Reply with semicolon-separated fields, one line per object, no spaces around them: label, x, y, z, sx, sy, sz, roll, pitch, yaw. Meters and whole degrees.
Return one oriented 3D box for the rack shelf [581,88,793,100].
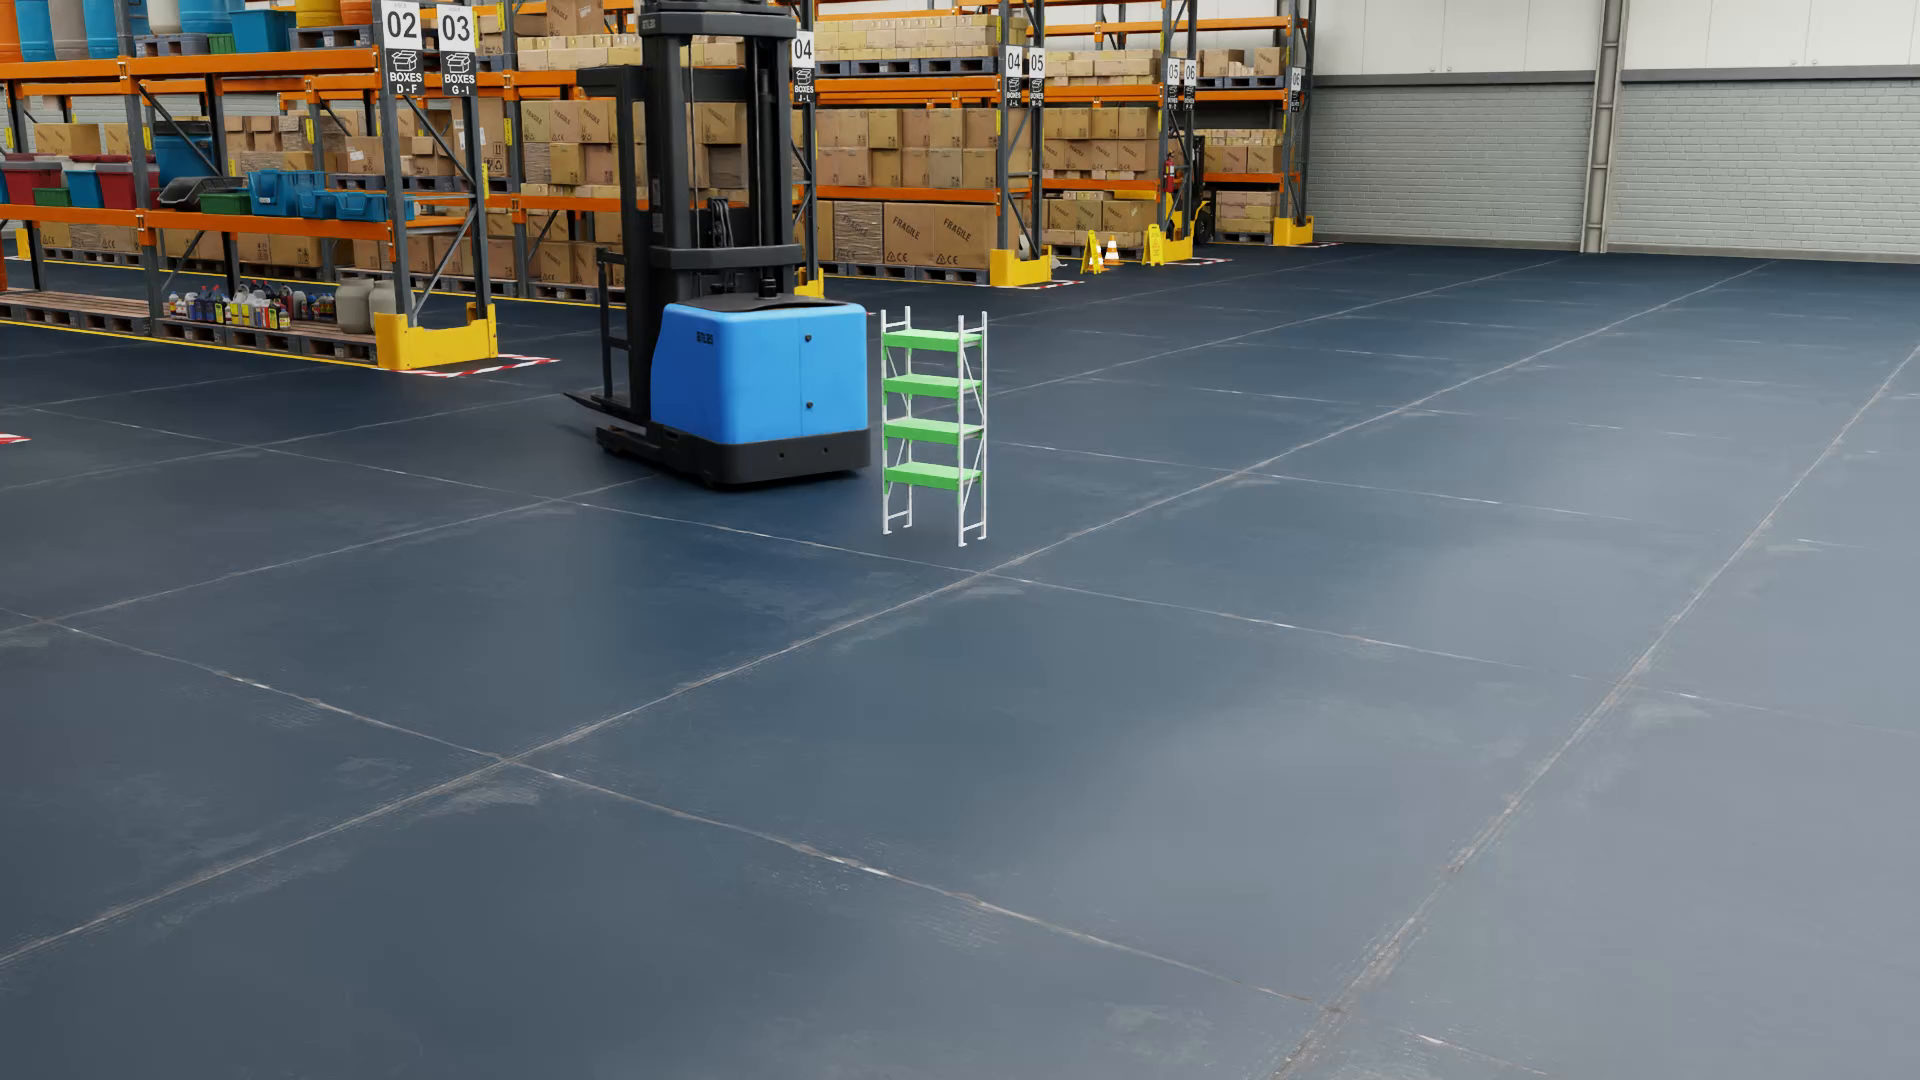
rack shelf;-4.140;-6.995;26.094;4.000;0.370;1.077;9;17;33

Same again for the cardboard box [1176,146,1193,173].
cardboard box;4.456;-7.342;32.032;0.500;0.500;0.500;9;17;33

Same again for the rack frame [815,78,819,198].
rack frame;-2.480;-5.620;25.285;0.127;3.000;1.000;9;17;33

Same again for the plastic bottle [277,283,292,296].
plastic bottle;-6.974;-2.487;17.225;0.185;0.351;0.144;9;17;32

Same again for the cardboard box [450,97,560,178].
cardboard box;-5.914;-5.274;21.765;1.000;1.000;1.000;9;17;33

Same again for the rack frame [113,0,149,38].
rack frame;-8.097;-6.569;16.634;0.127;3.000;1.000;9;17;33

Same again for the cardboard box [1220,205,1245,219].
cardboard box;5.296;-6.259;31.672;0.500;0.250;0.500;9;17;32

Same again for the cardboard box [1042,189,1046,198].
cardboard box;1.260;-5.903;28.365;0.250;0.149;0.380;10;17;36

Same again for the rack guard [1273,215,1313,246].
rack guard;6.304;-5.858;31.447;0.348;0.500;1.175;9;17;33

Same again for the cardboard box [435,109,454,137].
cardboard box;-9.357;-7.481;29.892;0.500;0.500;0.500;10;17;34

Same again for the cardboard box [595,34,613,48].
cardboard box;-4.132;-5.949;19.854;0.250;0.149;0.380;9;16;32

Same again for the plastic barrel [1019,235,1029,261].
plastic barrel;0.959;-4.809;27.369;0.512;0.421;0.421;-4;14;-16

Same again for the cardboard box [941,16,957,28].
cardboard box;-0.049;-7.103;22.814;0.250;0.149;0.380;10;17;34

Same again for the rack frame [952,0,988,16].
rack frame;0.198;-9.533;28.606;0.127;3.000;1.000;9;17;33

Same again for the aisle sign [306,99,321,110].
aisle sign;-12.331;-8.561;31.755;0.004;0.787;0.394;9;17;33

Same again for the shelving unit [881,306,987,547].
shelving unit;-0.137;-0.605;8.769;0.503;1.200;0.258;9;17;33

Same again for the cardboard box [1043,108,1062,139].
cardboard box;1.739;-6.999;27.948;0.500;0.500;0.700;9;17;32

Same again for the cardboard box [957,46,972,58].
cardboard box;0.165;-6.681;22.769;0.250;0.149;0.380;9;17;33

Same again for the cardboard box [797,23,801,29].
cardboard box;-2.156;-7.443;24.188;0.250;0.149;0.380;9;17;32

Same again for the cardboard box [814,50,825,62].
cardboard box;-1.946;-7.022;24.146;0.250;0.149;0.380;9;17;33

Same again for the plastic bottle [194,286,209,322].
plastic bottle;-7.659;-2.394;16.849;0.185;0.351;0.144;10;17;34

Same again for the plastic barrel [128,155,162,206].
plastic barrel;-8.768;-3.895;18.034;0.433;0.535;0.433;0;14;0

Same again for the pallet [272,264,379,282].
pallet;-9.264;-3.948;24.334;1.213;0.211;1.003;9;17;33

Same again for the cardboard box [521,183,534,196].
cardboard box;-5.322;-4.434;21.016;0.250;0.149;0.380;9;17;33

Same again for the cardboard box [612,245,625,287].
cardboard box;-3.984;-3.431;20.768;0.500;0.500;0.500;8;16;28

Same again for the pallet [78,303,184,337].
pallet;-8.770;-2.401;18.084;1.213;0.211;1.003;9;17;33

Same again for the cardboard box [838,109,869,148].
cardboard box;-1.301;-6.011;24.302;0.550;0.550;0.875;9;17;33

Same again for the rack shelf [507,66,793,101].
rack shelf;-3.673;-5.484;19.987;4.000;0.370;1.077;9;17;33

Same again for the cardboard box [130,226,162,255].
cardboard box;-12.474;-4.995;26.305;0.875;0.875;0.875;9;17;33

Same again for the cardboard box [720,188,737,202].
cardboard box;-2.572;-4.017;19.332;0.250;0.149;0.380;9;17;33

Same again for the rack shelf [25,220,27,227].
rack shelf;-13.075;-4.113;20.692;4.000;0.370;1.077;9;17;33

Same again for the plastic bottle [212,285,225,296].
plastic bottle;-7.578;-2.423;16.965;0.185;0.351;0.144;9;17;33

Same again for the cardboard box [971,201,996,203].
cardboard box;0.537;-5.721;28.979;0.500;0.500;0.500;10;17;35

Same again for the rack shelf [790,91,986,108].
rack shelf;-1.461;-7.996;30.136;4.000;0.370;1.077;9;17;33

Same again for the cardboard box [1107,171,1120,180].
cardboard box;2.615;-6.020;27.424;0.250;0.149;0.380;9;16;32

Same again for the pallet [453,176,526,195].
pallet;-5.885;-4.683;21.899;1.213;0.211;1.003;9;17;33

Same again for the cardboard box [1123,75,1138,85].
cardboard box;2.841;-7.437;26.906;0.250;0.149;0.380;9;17;33

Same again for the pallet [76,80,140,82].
pallet;-13.652;-7.406;26.442;1.213;0.211;1.003;9;17;33

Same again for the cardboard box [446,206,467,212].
cardboard box;-8.653;-5.896;29.165;0.500;0.250;0.500;8;16;30

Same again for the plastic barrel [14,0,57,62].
plastic barrel;-9.725;-5.557;17.744;0.708;0.901;0.600;9;17;33

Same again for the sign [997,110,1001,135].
sign;0.524;-5.655;22.521;0.005;0.325;0.100;9;17;33

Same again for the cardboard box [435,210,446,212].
cardboard box;-9.484;-5.938;30.390;0.250;0.149;0.380;10;17;36

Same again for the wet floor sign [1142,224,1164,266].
wet floor sign;3.078;-4.703;26.478;0.267;0.644;0.232;-10;17;-35

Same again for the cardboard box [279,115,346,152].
cardboard box;-9.249;-5.818;23.788;0.637;0.503;0.797;10;17;35

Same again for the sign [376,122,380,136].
sign;-8.357;-5.814;23.824;0.005;0.325;0.100;9;17;33

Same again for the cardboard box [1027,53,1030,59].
cardboard box;1.161;-8.105;27.942;0.250;0.149;0.380;9;16;31

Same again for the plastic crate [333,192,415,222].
plastic crate;-5.360;-3.056;15.236;0.616;0.251;0.499;9;17;33

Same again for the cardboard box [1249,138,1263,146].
cardboard box;5.612;-7.457;31.146;0.250;0.149;0.380;9;17;34

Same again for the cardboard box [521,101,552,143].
cardboard box;-5.101;-5.212;20.728;0.500;0.500;0.500;9;17;33

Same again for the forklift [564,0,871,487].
forklift;-1.806;-2.045;10.983;1.130;2.935;3.031;-9;17;-33

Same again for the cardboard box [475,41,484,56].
cardboard box;-6.168;-6.346;21.378;0.258;0.266;0.396;10;17;35

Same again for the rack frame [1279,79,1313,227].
rack frame;6.285;-7.075;31.160;0.127;3.000;1.000;9;17;33

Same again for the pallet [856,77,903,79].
pallet;-1.117;-8.228;29.968;1.003;0.211;1.213;9;17;33

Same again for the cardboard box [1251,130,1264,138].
cardboard box;5.648;-7.615;31.167;0.250;0.149;0.380;9;17;33

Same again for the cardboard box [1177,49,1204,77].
cardboard box;4.523;-9.087;31.751;0.637;0.503;0.797;10;17;35

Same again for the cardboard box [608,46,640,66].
cardboard box;-3.812;-5.709;19.713;0.500;0.250;0.500;9;16;32
